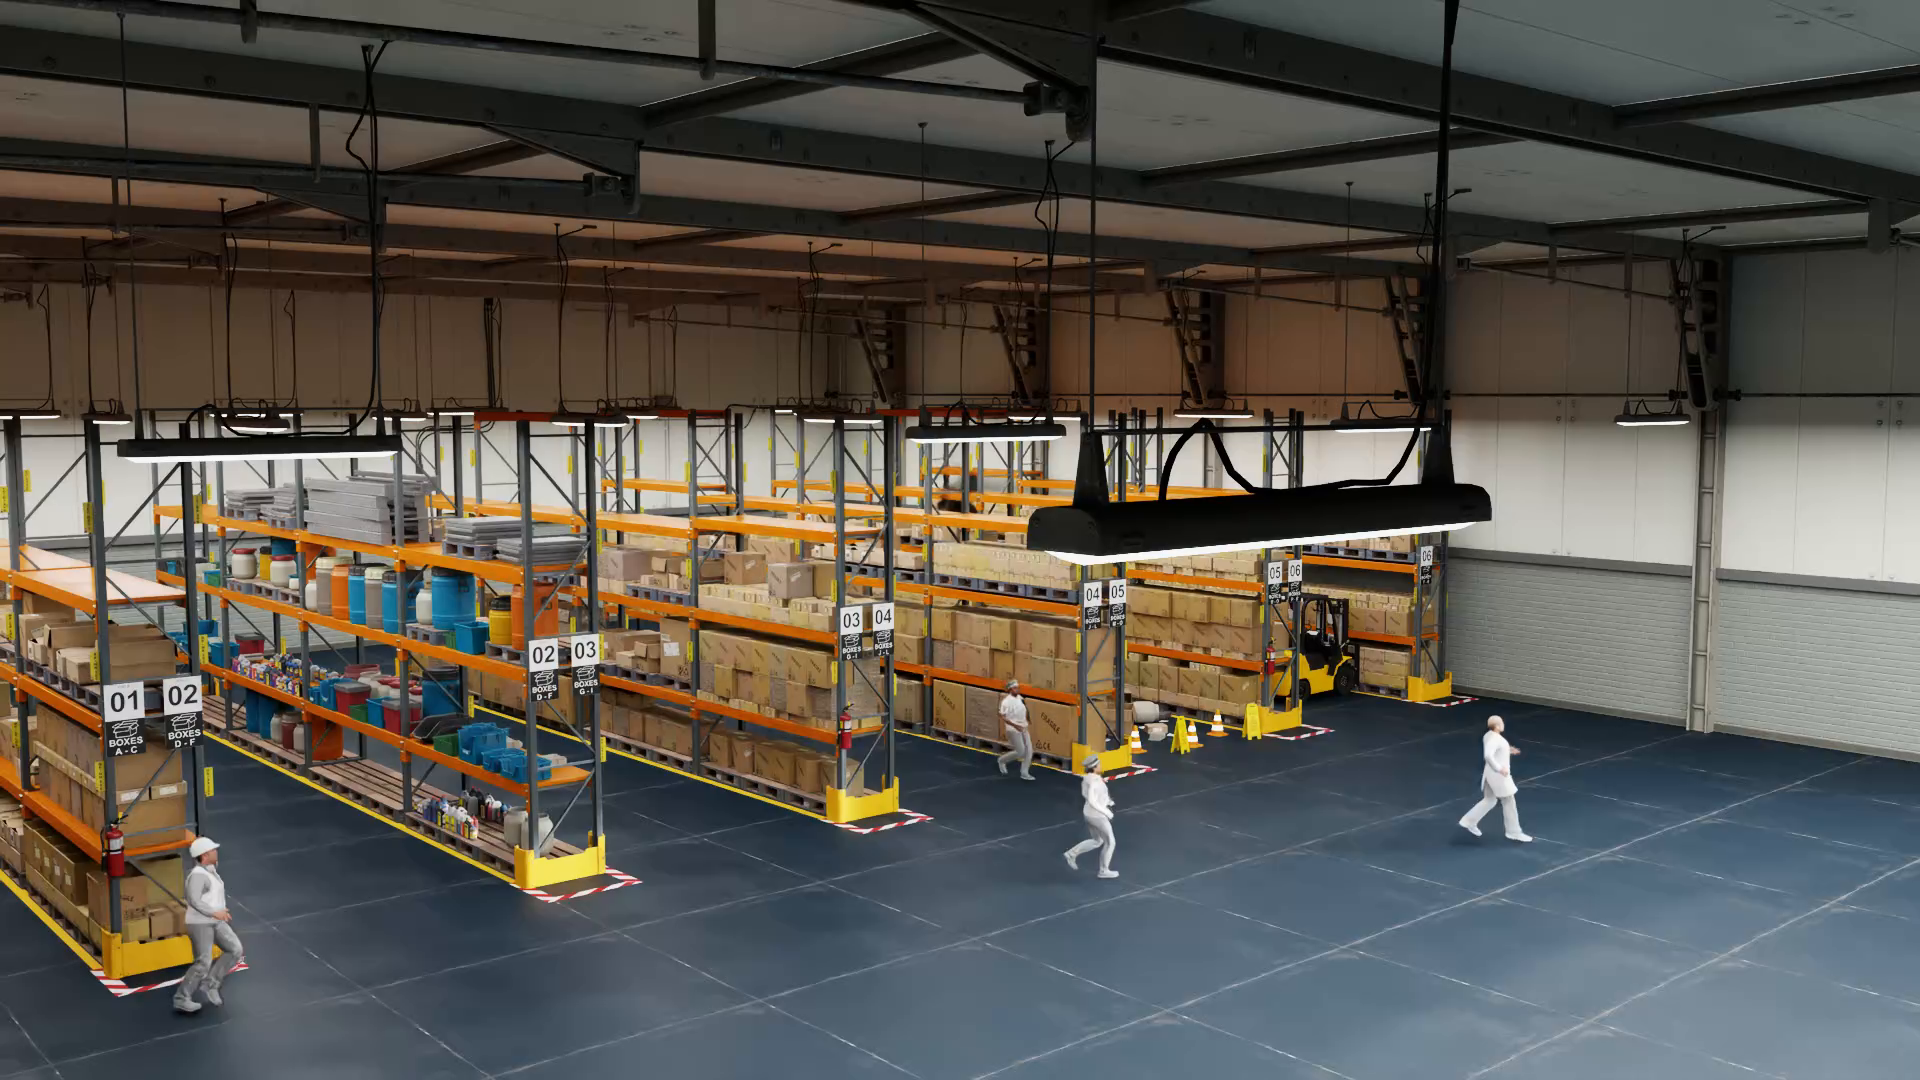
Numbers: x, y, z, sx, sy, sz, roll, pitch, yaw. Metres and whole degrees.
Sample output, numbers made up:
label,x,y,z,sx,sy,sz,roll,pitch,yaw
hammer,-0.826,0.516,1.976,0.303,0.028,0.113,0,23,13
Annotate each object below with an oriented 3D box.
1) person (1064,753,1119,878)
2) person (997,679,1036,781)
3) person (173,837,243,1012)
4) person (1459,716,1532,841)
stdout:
label,x,y,z,sx,sy,sz,roll,pitch,yaw
person,1.732,3.601,21.682,0.718,1.647,0.621,-1,5,-12
person,0.989,3.111,27.381,0.670,1.639,0.581,5,7,43
person,-7.793,3.955,17.256,0.635,1.745,0.714,-1,5,-8
person,7.559,3.352,23.426,1.017,1.775,0.707,0,5,-4
